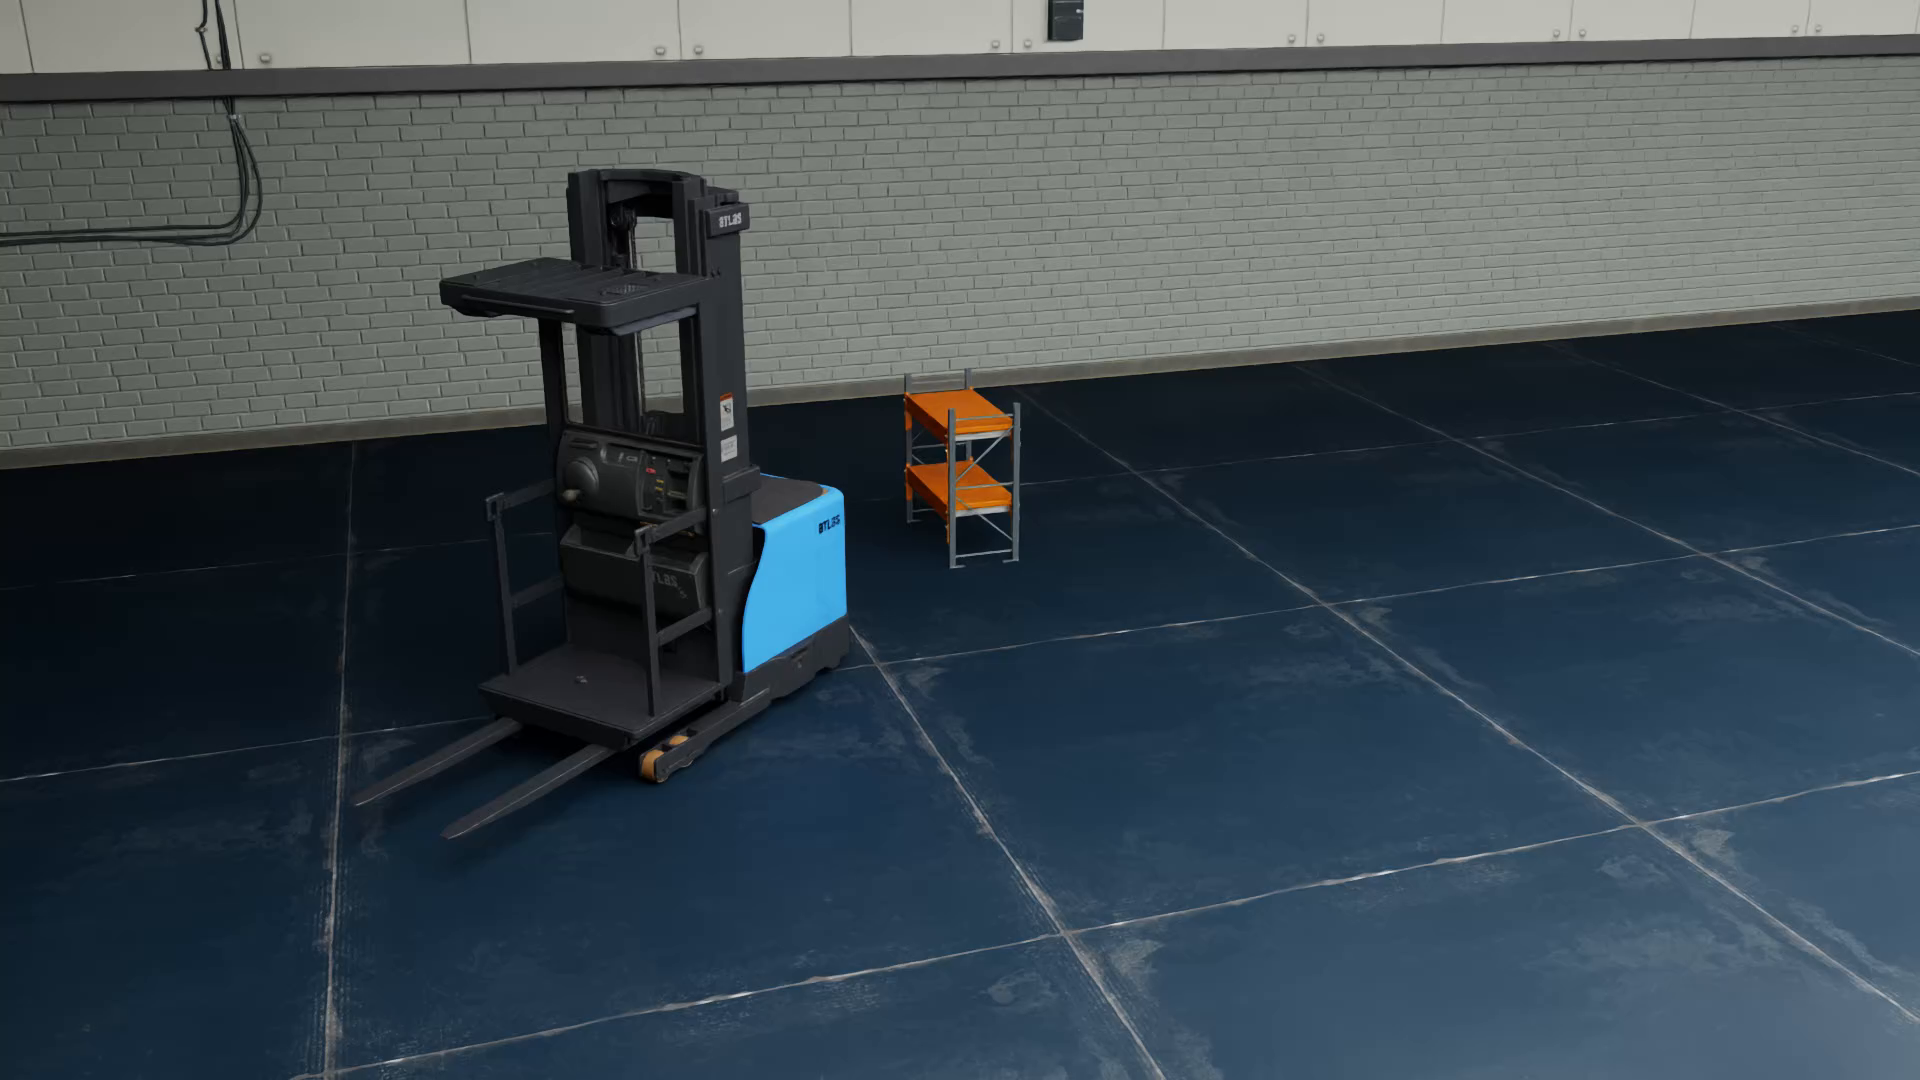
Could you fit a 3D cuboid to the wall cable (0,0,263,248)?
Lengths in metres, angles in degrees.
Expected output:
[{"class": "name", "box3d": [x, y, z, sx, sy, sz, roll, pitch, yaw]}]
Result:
[{"class": "wall cable", "box3d": [-7.103, -3.412, 12.699, 3.097, 2.526, 0.112, -6, 21, -17]}]

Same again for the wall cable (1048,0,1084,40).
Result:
[{"class": "wall cable", "box3d": [1.914, -7.478, 14.393, 2.305, 6.003, 0.169, -6, 21, -17]}]

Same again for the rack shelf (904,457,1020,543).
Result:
[{"class": "rack shelf", "box3d": [0.002, -0.297, 11.803, 0.538, 0.278, 1.000, -6, 21, -17]}]

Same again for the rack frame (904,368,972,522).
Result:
[{"class": "rack frame", "box3d": [-0.158, -0.690, 12.174, 0.500, 1.125, 0.032, -6, 21, -17]}]

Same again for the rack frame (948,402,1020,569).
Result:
[{"class": "rack frame", "box3d": [0.162, -0.364, 11.266, 0.500, 1.125, 0.032, -6, 21, -17]}]

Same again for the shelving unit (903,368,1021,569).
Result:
[{"class": "shelving unit", "box3d": [0.002, -0.527, 11.720, 0.538, 1.125, 1.048, -6, 21, -17]}]

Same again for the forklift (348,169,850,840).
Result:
[{"class": "forklift", "box3d": [-1.831, -0.320, 8.470, 1.130, 2.935, 3.031, 11, 23, 28]}]

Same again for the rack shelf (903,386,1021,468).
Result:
[{"class": "rack shelf", "box3d": [0.002, -0.803, 11.621, 0.538, 0.278, 1.000, -6, 21, -17]}]
